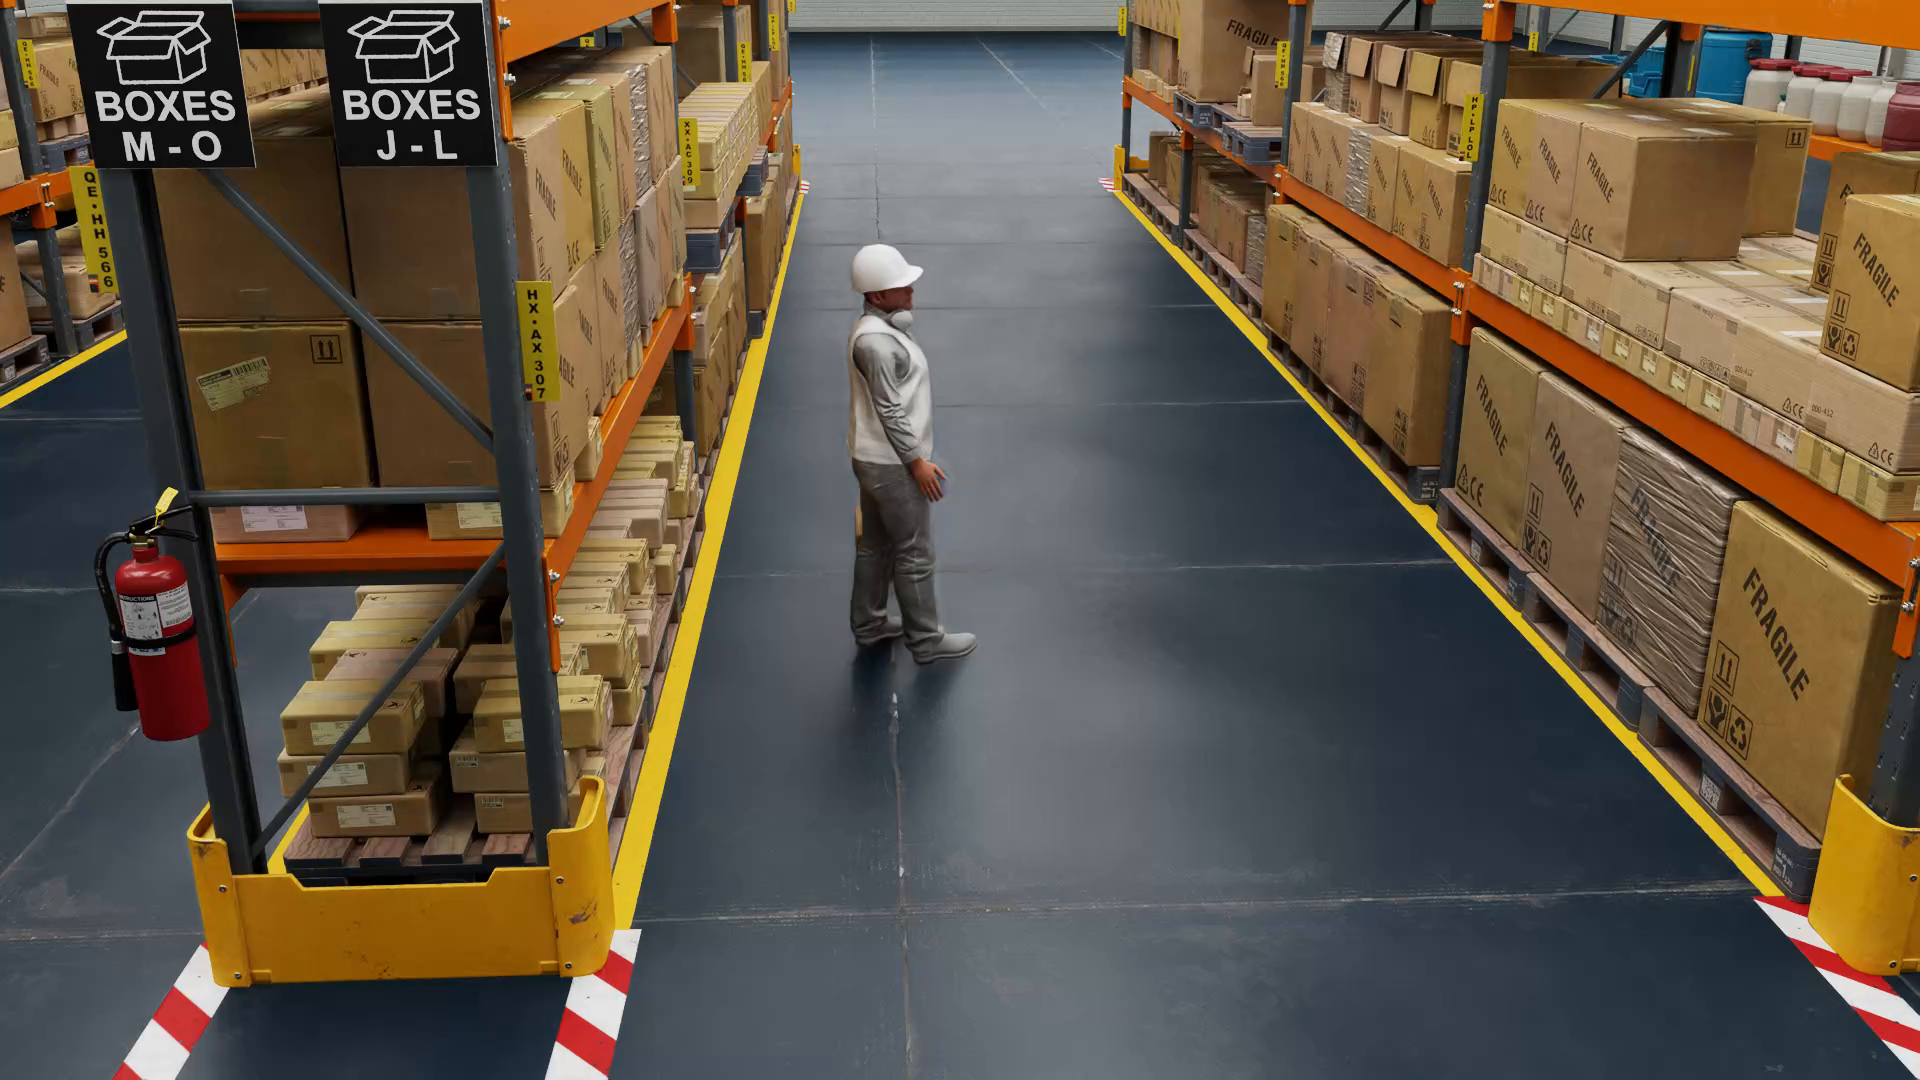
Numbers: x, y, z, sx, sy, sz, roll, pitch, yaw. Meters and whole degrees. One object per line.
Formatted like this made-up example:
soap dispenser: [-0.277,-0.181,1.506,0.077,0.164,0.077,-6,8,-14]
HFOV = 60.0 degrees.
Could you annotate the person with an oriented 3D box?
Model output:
person: [-0.200,-0.357,6.946,0.535,1.776,0.577,-3,21,-9]
